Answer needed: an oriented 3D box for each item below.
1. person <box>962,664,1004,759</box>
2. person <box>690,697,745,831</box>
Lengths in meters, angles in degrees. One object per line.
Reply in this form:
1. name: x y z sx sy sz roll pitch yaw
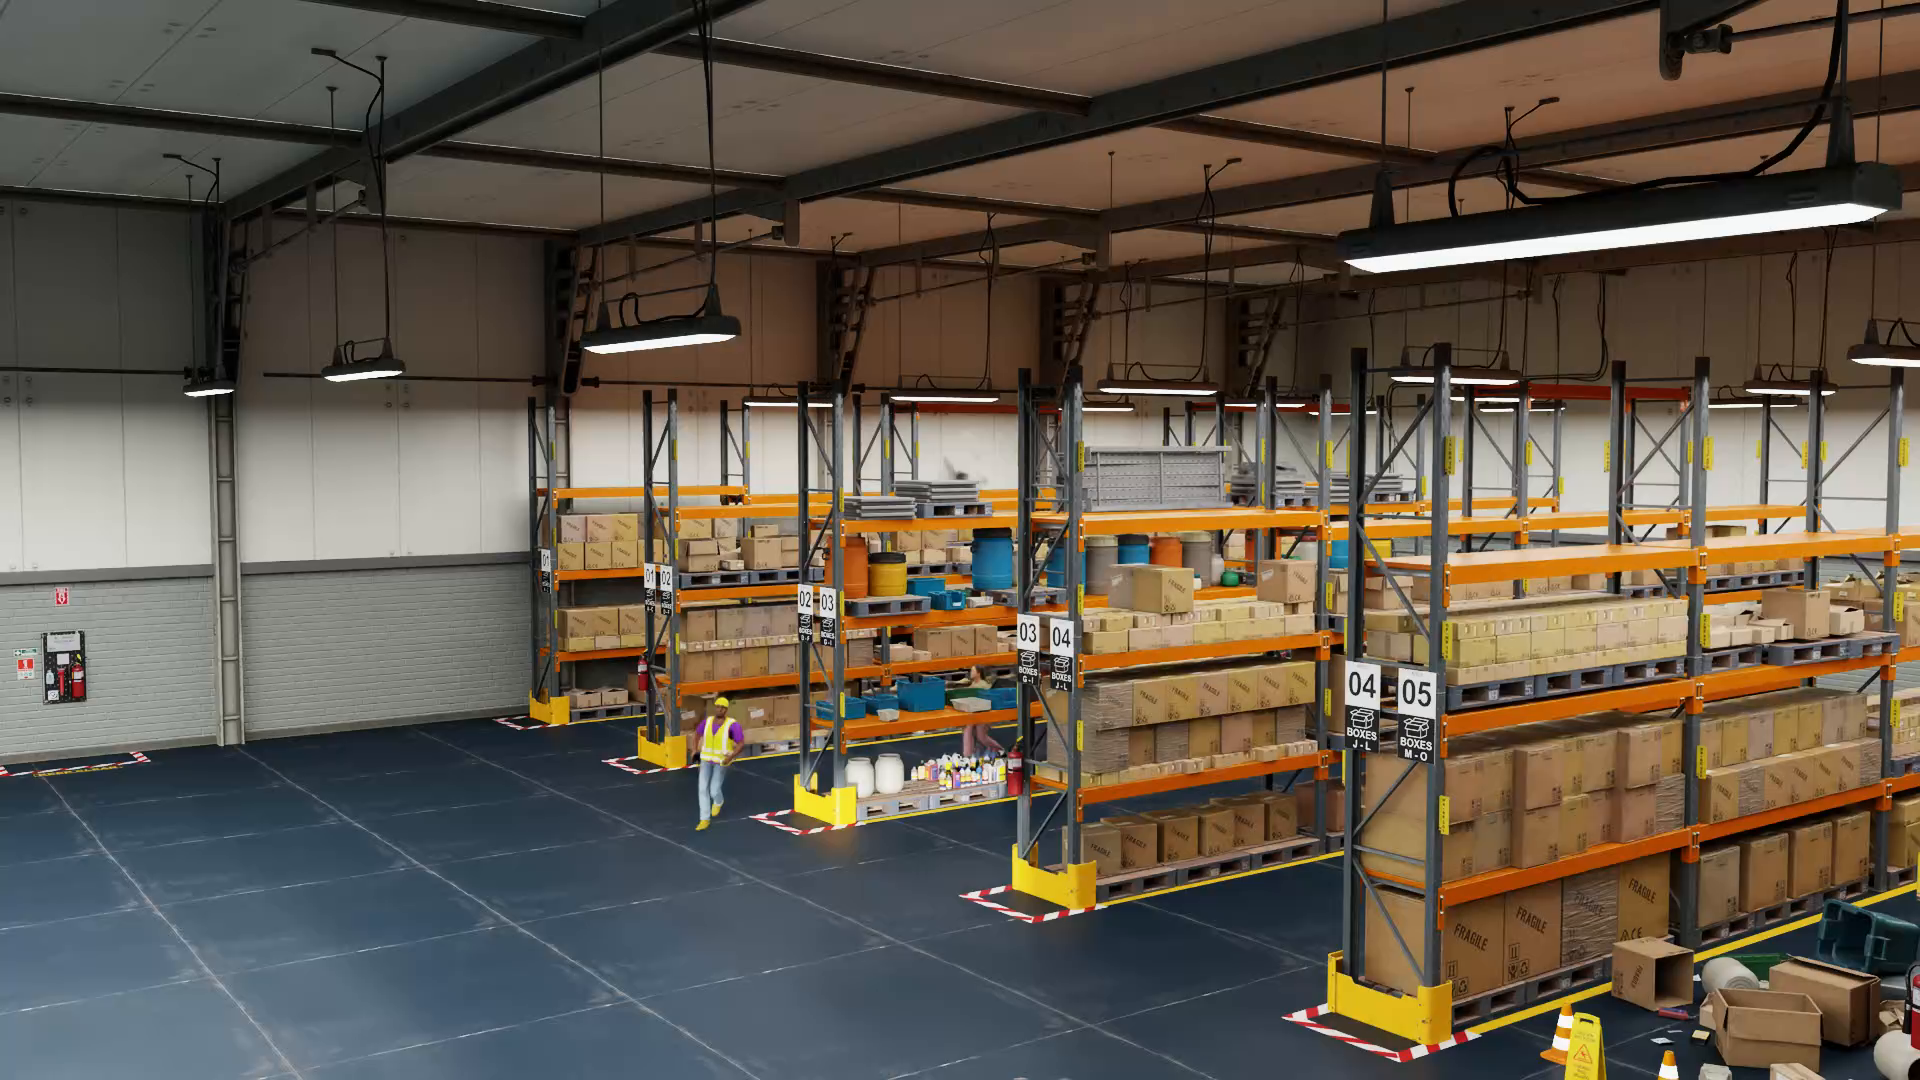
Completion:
1. person: 0.331 2.786 26.162 0.891 1.680 0.564 -2 4 -33
2. person: -3.283 2.987 22.369 0.745 1.739 0.723 1 3 12
